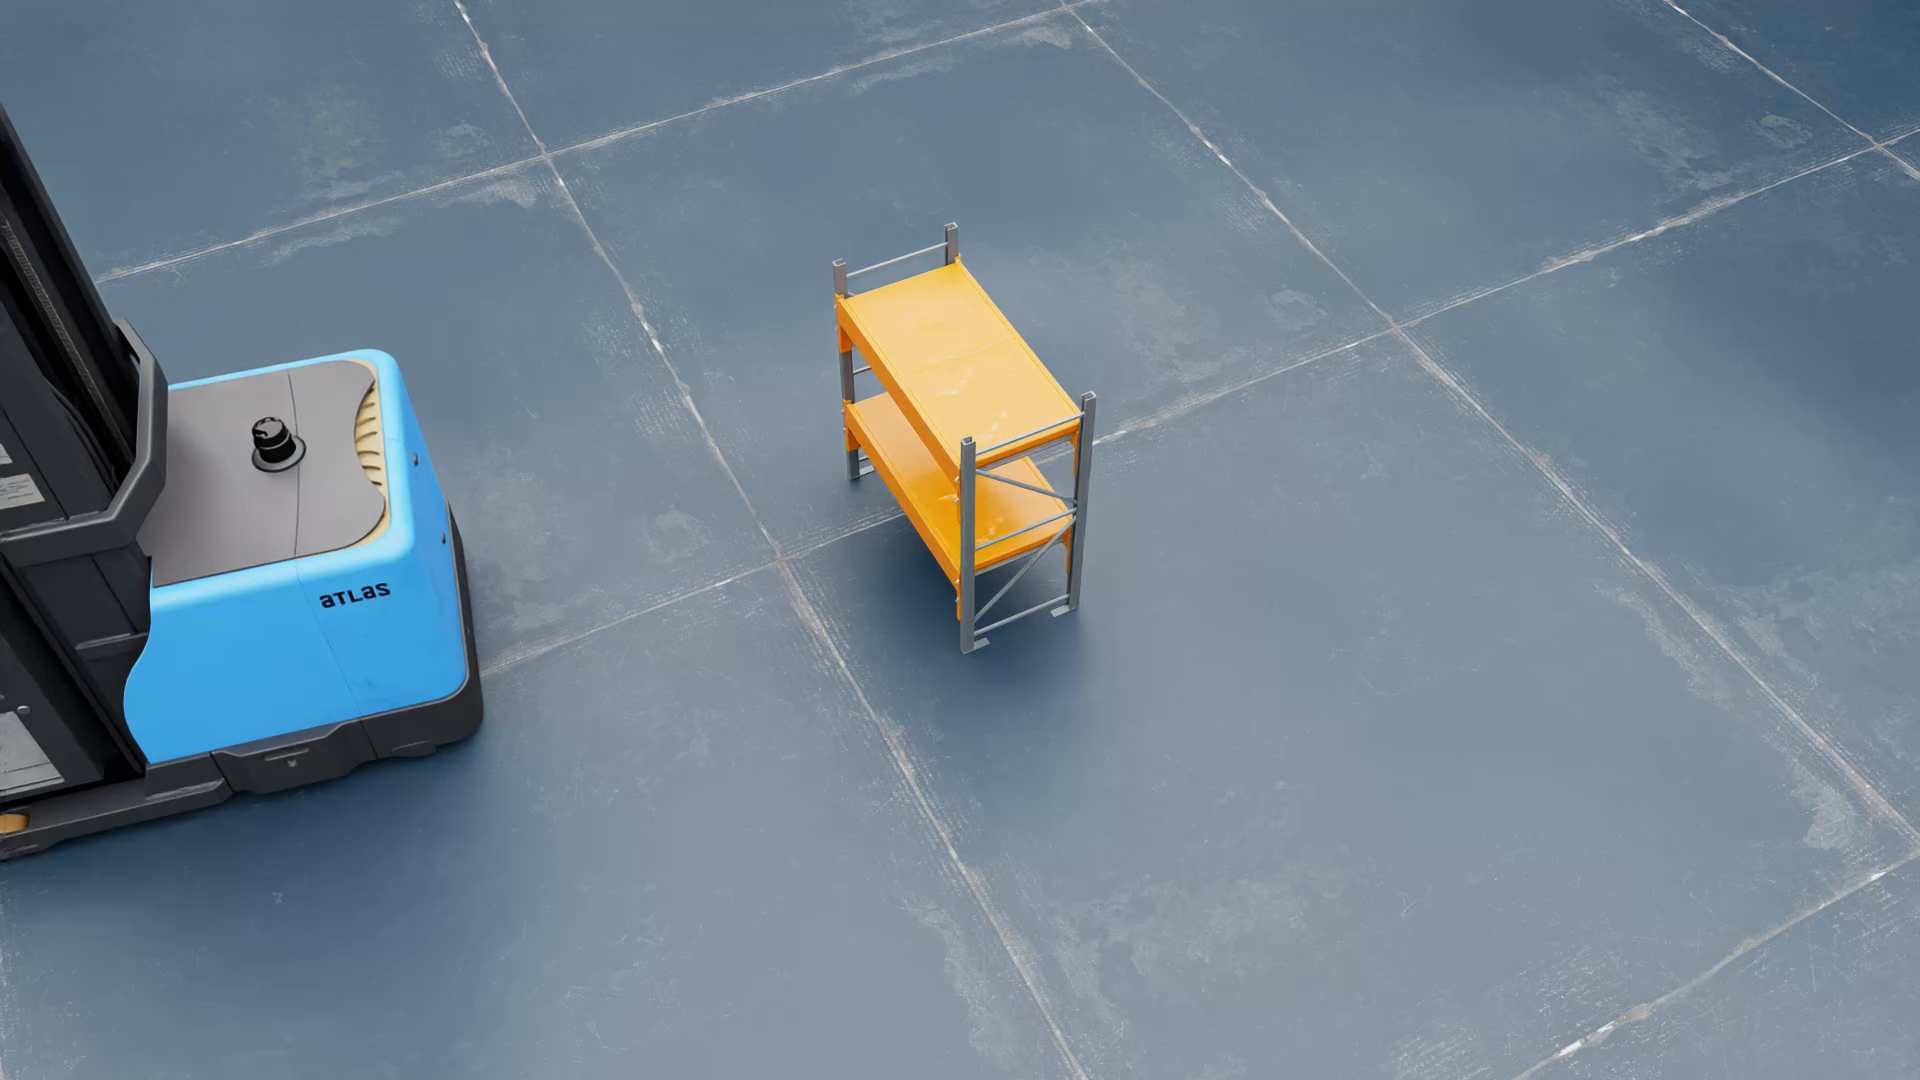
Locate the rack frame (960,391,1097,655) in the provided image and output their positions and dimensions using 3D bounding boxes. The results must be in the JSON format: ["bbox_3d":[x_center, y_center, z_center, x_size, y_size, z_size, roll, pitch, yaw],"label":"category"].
[{"bbox_3d":[0.230,-0.035,5.926,0.500,1.125,0.032,-21,52,-18],"label":"rack frame"}]

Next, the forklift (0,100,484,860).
[{"bbox_3d":[-3.291,-0.282,4.942,3.031,2.935,1.130,-12,50,-11],"label":"forklift"}]

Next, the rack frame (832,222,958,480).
[{"bbox_3d":[-0.236,-0.715,6.521,0.500,1.125,0.032,-21,52,-18],"label":"rack frame"}]

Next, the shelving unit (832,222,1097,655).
[{"bbox_3d":[-0.003,-0.375,6.223,0.538,1.125,1.048,-21,52,-18],"label":"shelving unit"}]

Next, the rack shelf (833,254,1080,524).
[{"bbox_3d":[-0.003,-0.568,6.003,0.538,0.278,1.000,-21,52,-18],"label":"rack shelf"}]

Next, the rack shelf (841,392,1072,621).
[{"bbox_3d":[-0.003,-0.214,6.407,0.538,0.278,1.000,-21,52,-18],"label":"rack shelf"}]
